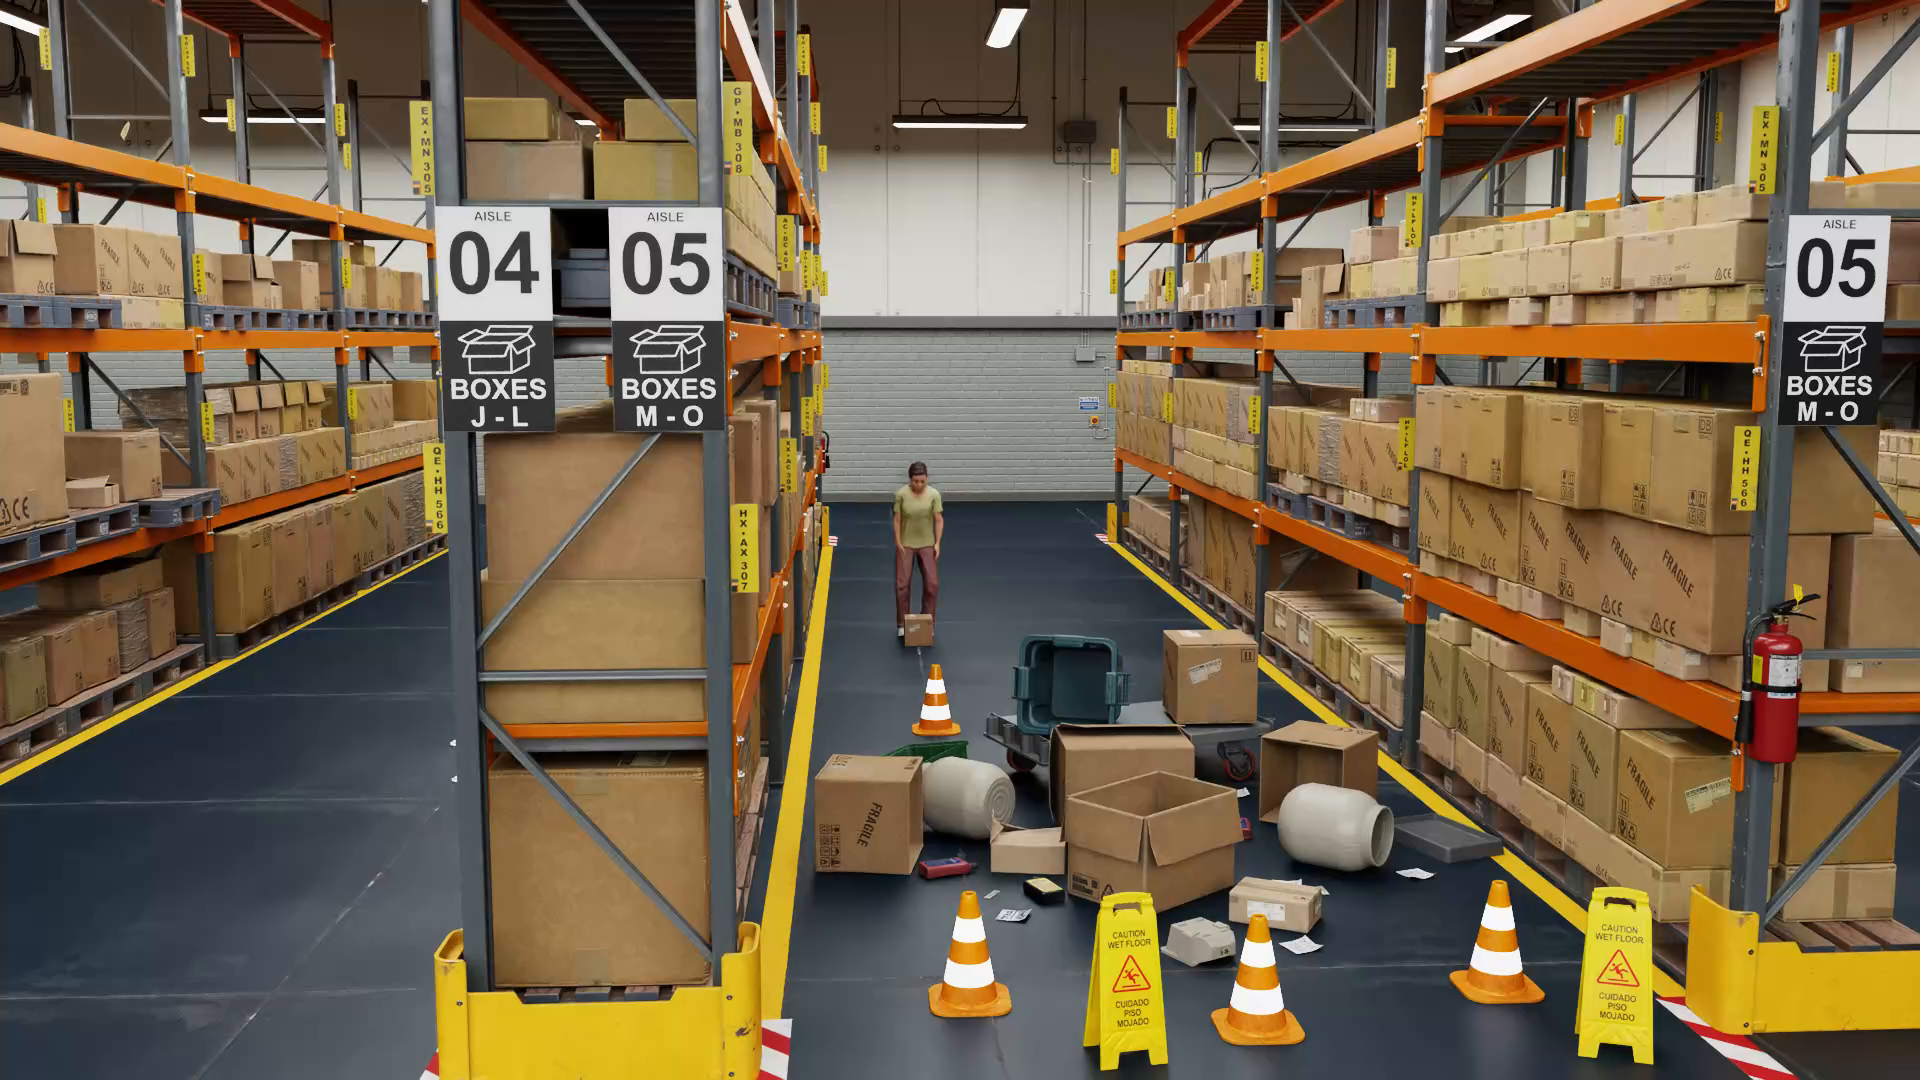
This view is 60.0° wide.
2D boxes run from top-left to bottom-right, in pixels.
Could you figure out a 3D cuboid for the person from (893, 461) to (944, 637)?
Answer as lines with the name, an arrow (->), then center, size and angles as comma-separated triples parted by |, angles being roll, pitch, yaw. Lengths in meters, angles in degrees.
person -> -0.384, 0.078, 15.350 | 0.470, 1.627, 0.388 | 0, 7, -2
